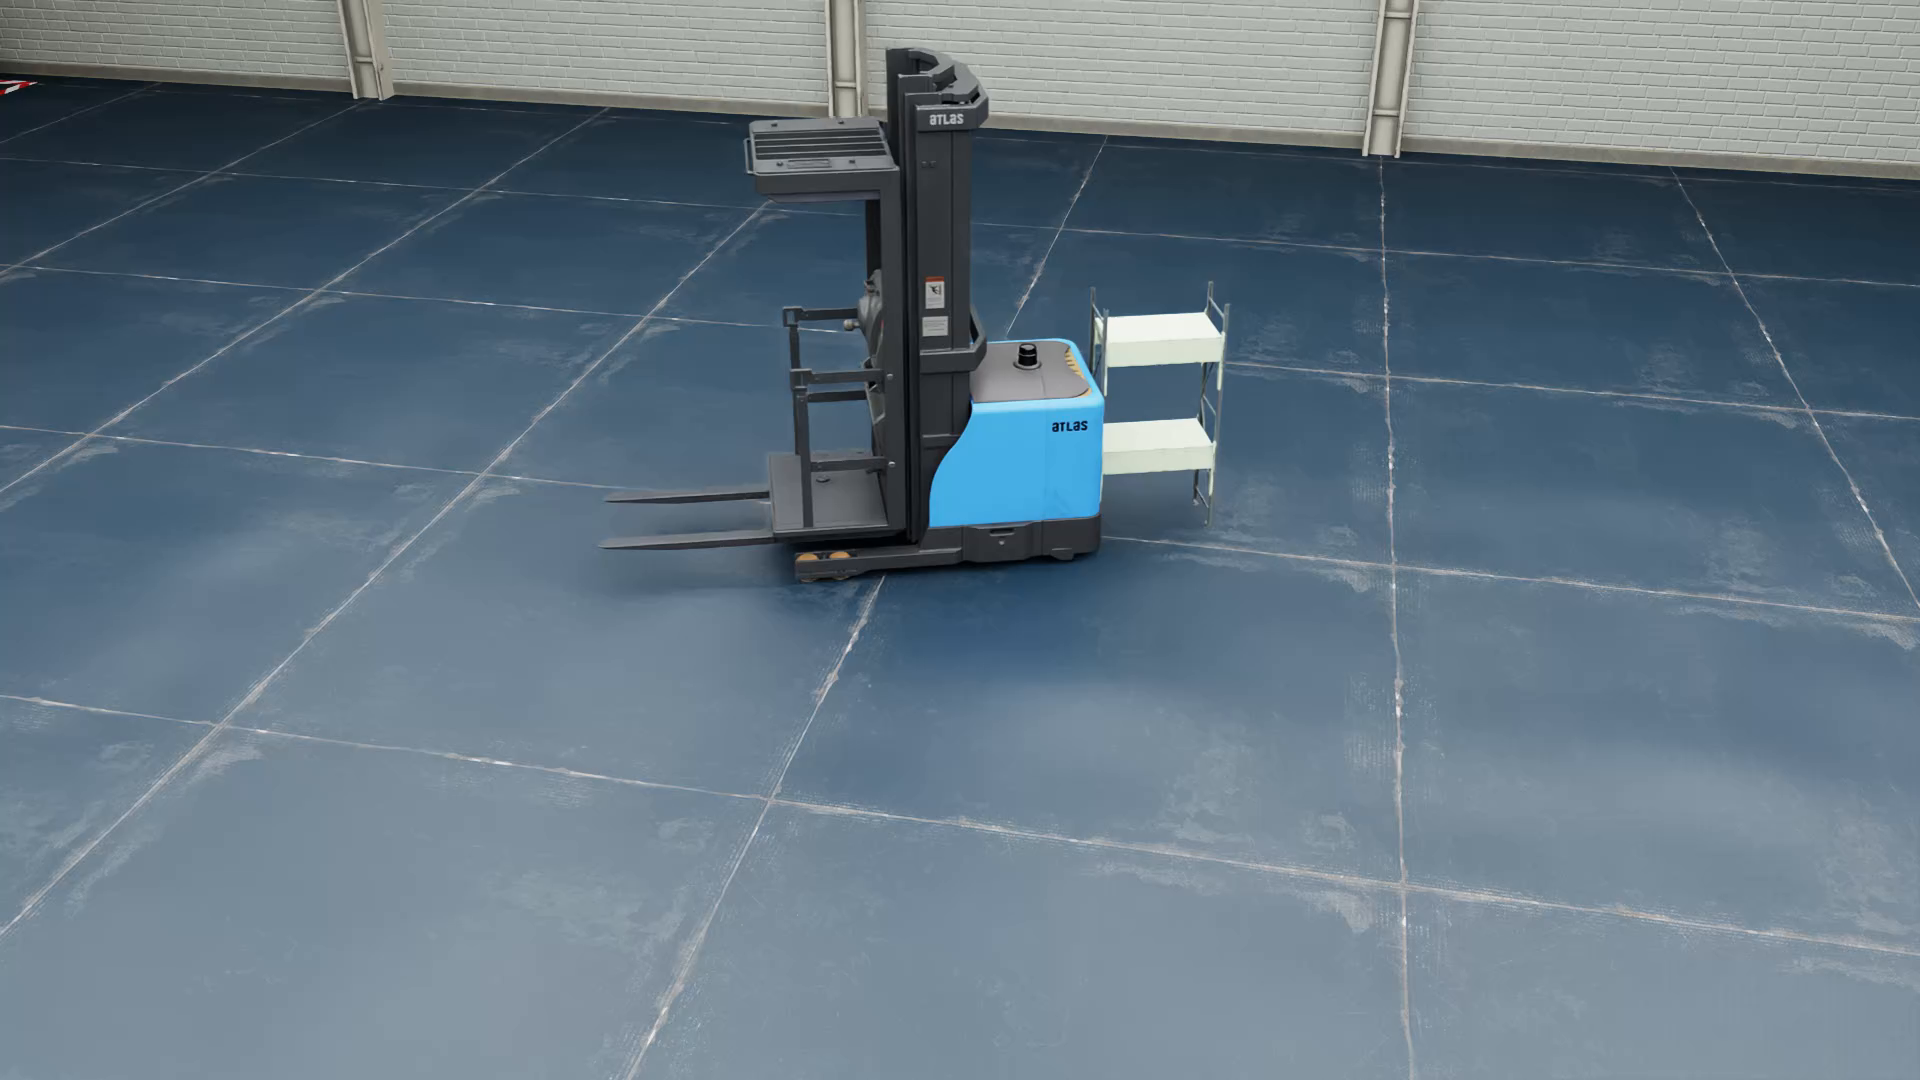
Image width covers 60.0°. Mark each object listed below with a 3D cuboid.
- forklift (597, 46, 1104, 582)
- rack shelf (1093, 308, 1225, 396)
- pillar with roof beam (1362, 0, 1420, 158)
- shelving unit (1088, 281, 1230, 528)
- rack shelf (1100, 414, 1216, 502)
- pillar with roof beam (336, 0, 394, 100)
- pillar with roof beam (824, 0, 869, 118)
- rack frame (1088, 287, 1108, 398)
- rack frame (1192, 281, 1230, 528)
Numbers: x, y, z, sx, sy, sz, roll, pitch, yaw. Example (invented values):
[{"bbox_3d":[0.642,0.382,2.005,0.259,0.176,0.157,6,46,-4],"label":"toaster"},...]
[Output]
[{"bbox_3d":[-0.698,-1.305,9.743,3.031,2.935,1.130,-4,29,-7],"label":"forklift"},{"bbox_3d":[1.196,-1.148,10.134,0.720,0.370,0.431,-4,29,-7],"label":"rack shelf"},{"bbox_3d":[3.685,-6.143,12.262,0.400,9.000,9.100,6,29,11],"label":"pillar with roof beam"},{"bbox_3d":[1.196,-0.805,10.321,0.755,1.500,0.431,-4,29,-7],"label":"shelving unit"},{"bbox_3d":[1.196,-0.519,10.478,0.720,0.370,0.431,-4,29,-7],"label":"rack shelf"},{"bbox_3d":[-8.050,-7.346,14.460,0.400,9.000,9.100,6,29,11],"label":"pillar with roof beam"},{"bbox_3d":[-2.183,-6.744,13.361,0.400,9.000,9.100,6,29,11],"label":"pillar with roof beam"},{"bbox_3d":[0.833,-0.782,10.278,0.023,1.500,0.400,-4,29,-7],"label":"rack frame"},{"bbox_3d":[1.558,-0.829,10.364,0.023,1.500,0.400,-4,29,-7],"label":"rack frame"}]
